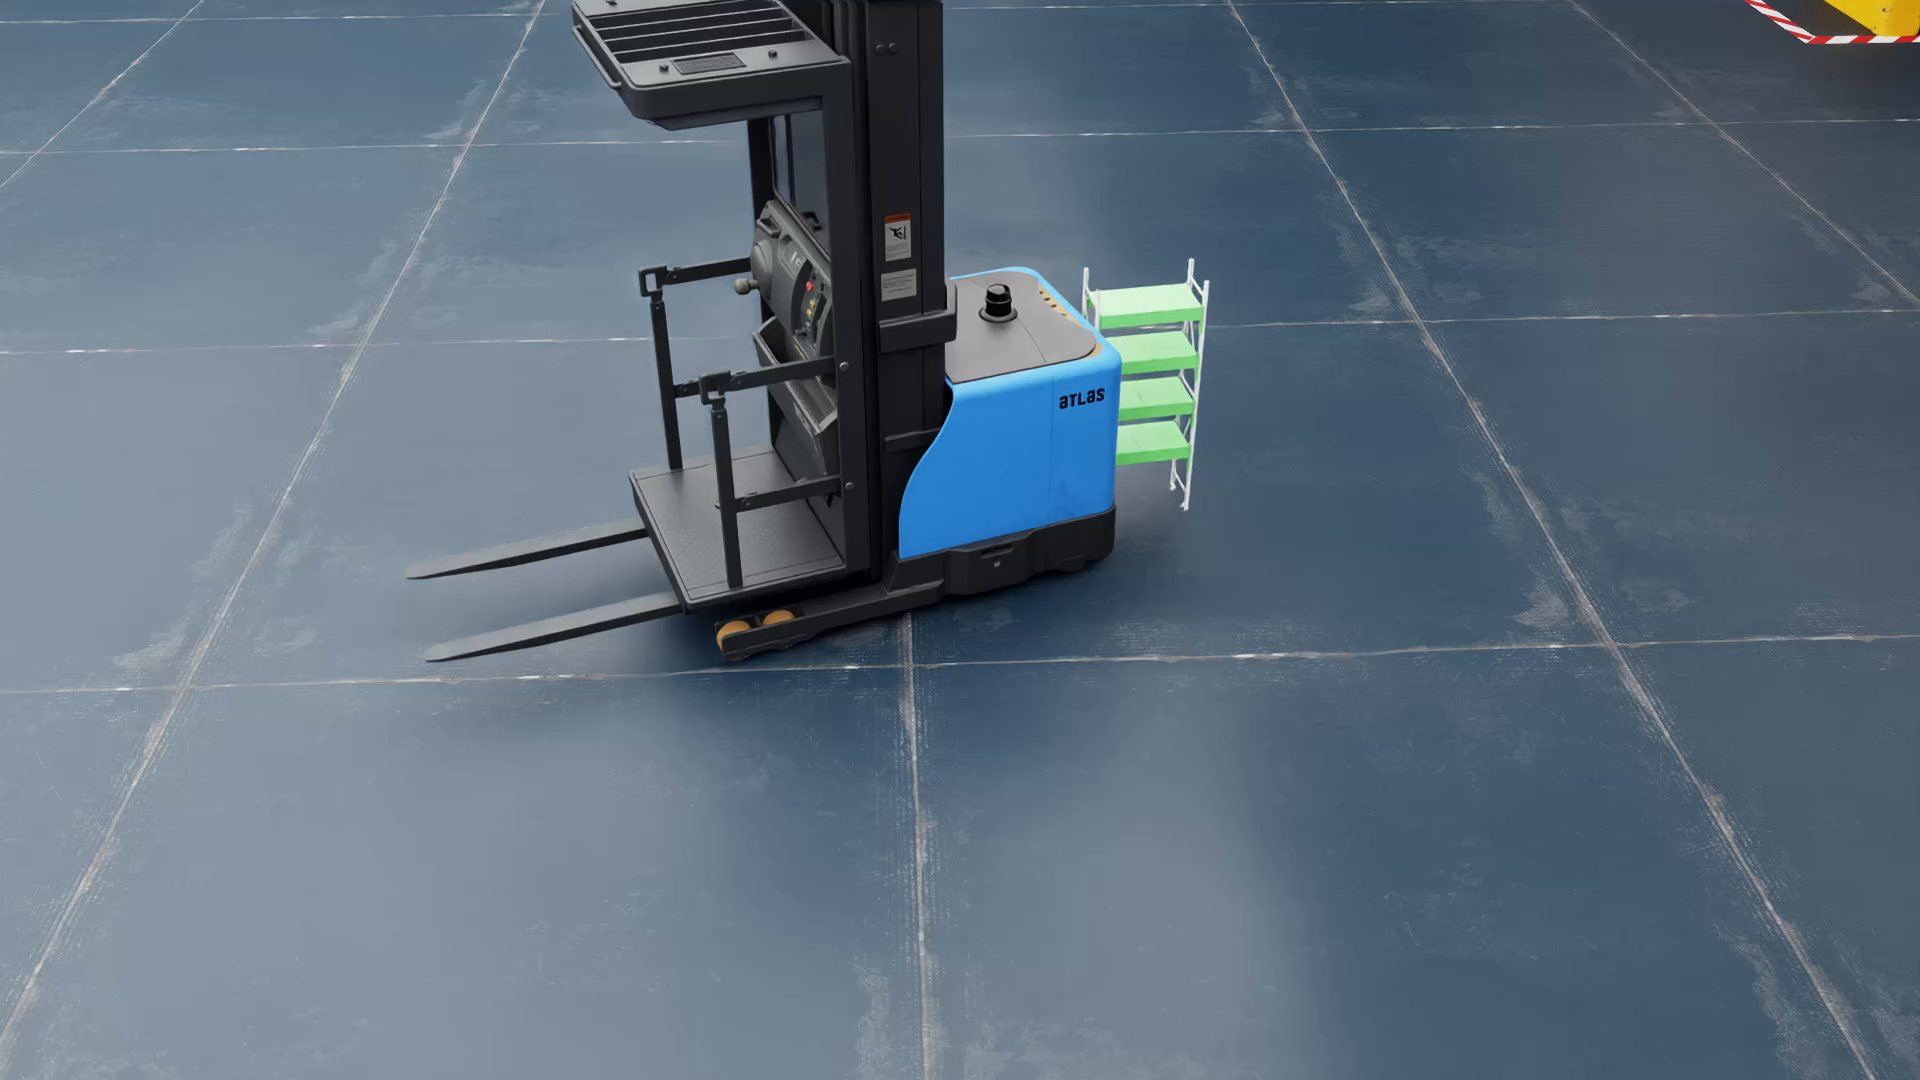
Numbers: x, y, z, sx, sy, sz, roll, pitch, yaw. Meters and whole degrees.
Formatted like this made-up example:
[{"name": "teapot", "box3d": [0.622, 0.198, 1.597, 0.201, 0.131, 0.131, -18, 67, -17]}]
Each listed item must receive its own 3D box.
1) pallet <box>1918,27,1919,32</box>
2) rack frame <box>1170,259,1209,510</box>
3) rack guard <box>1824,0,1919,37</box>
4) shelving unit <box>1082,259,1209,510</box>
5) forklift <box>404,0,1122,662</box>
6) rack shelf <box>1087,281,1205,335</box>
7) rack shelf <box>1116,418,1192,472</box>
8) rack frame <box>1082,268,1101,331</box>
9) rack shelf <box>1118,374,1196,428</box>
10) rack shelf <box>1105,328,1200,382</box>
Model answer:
[{"name": "pallet", "box3d": [8.573, -4.613, 14.230, 1.213, 0.211, 1.003, -2, 35, -2]}, {"name": "rack frame", "box3d": [1.060, -0.702, 7.710, 0.015, 1.200, 0.240, -6, 35, -9]}, {"name": "rack guard", "box3d": [7.762, -4.713, 14.120, 0.348, 0.500, 1.175, -2, 35, -2]}, {"name": "shelving unit", "box3d": [0.821, -0.676, 7.672, 0.503, 1.200, 0.258, -6, 35, -9]}, {"name": "forklift", "box3d": [-0.867, -1.039, 6.676, 3.031, 2.935, 1.130, -13, 37, -18]}, {"name": "rack shelf", "box3d": [0.821, -1.018, 7.435, 0.480, 0.148, 0.258, -6, 35, -9]}, {"name": "rack shelf", "box3d": [0.821, -0.426, 7.845, 0.480, 0.148, 0.258, -6, 35, -9]}, {"name": "rack frame", "box3d": [0.581, -0.649, 7.633, 0.015, 1.200, 0.240, -6, 35, -9]}, {"name": "rack shelf", "box3d": [0.821, -0.623, 7.708, 0.480, 0.148, 0.258, -6, 35, -9]}, {"name": "rack shelf", "box3d": [0.821, -0.820, 7.572, 0.480, 0.148, 0.258, -6, 35, -9]}]
